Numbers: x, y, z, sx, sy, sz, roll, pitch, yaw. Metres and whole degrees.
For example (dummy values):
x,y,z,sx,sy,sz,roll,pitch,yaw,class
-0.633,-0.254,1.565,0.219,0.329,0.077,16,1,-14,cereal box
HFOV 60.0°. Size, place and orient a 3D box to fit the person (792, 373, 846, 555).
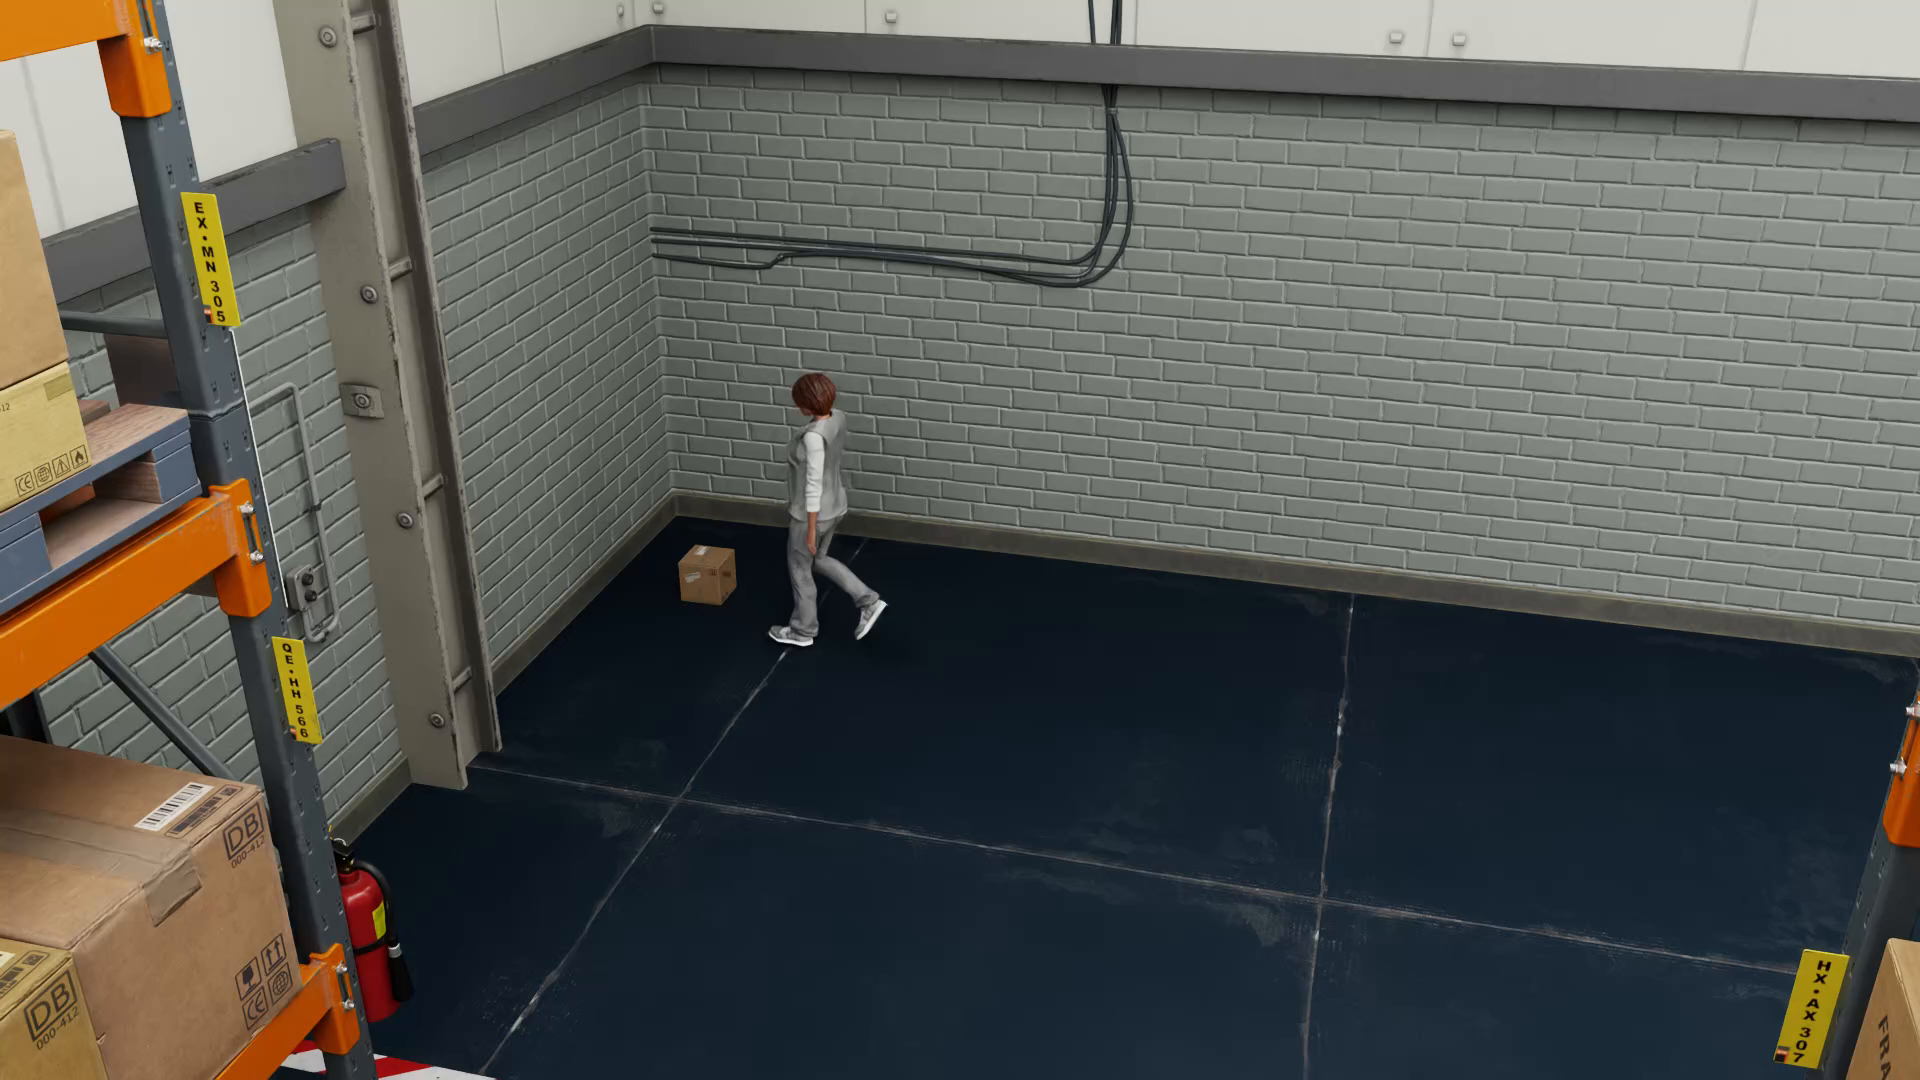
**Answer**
x,y,z,sx,sy,sz,roll,pitch,yaw,class
-0.765,-0.432,8.773,0.270,0.928,0.449,11,28,21,person
